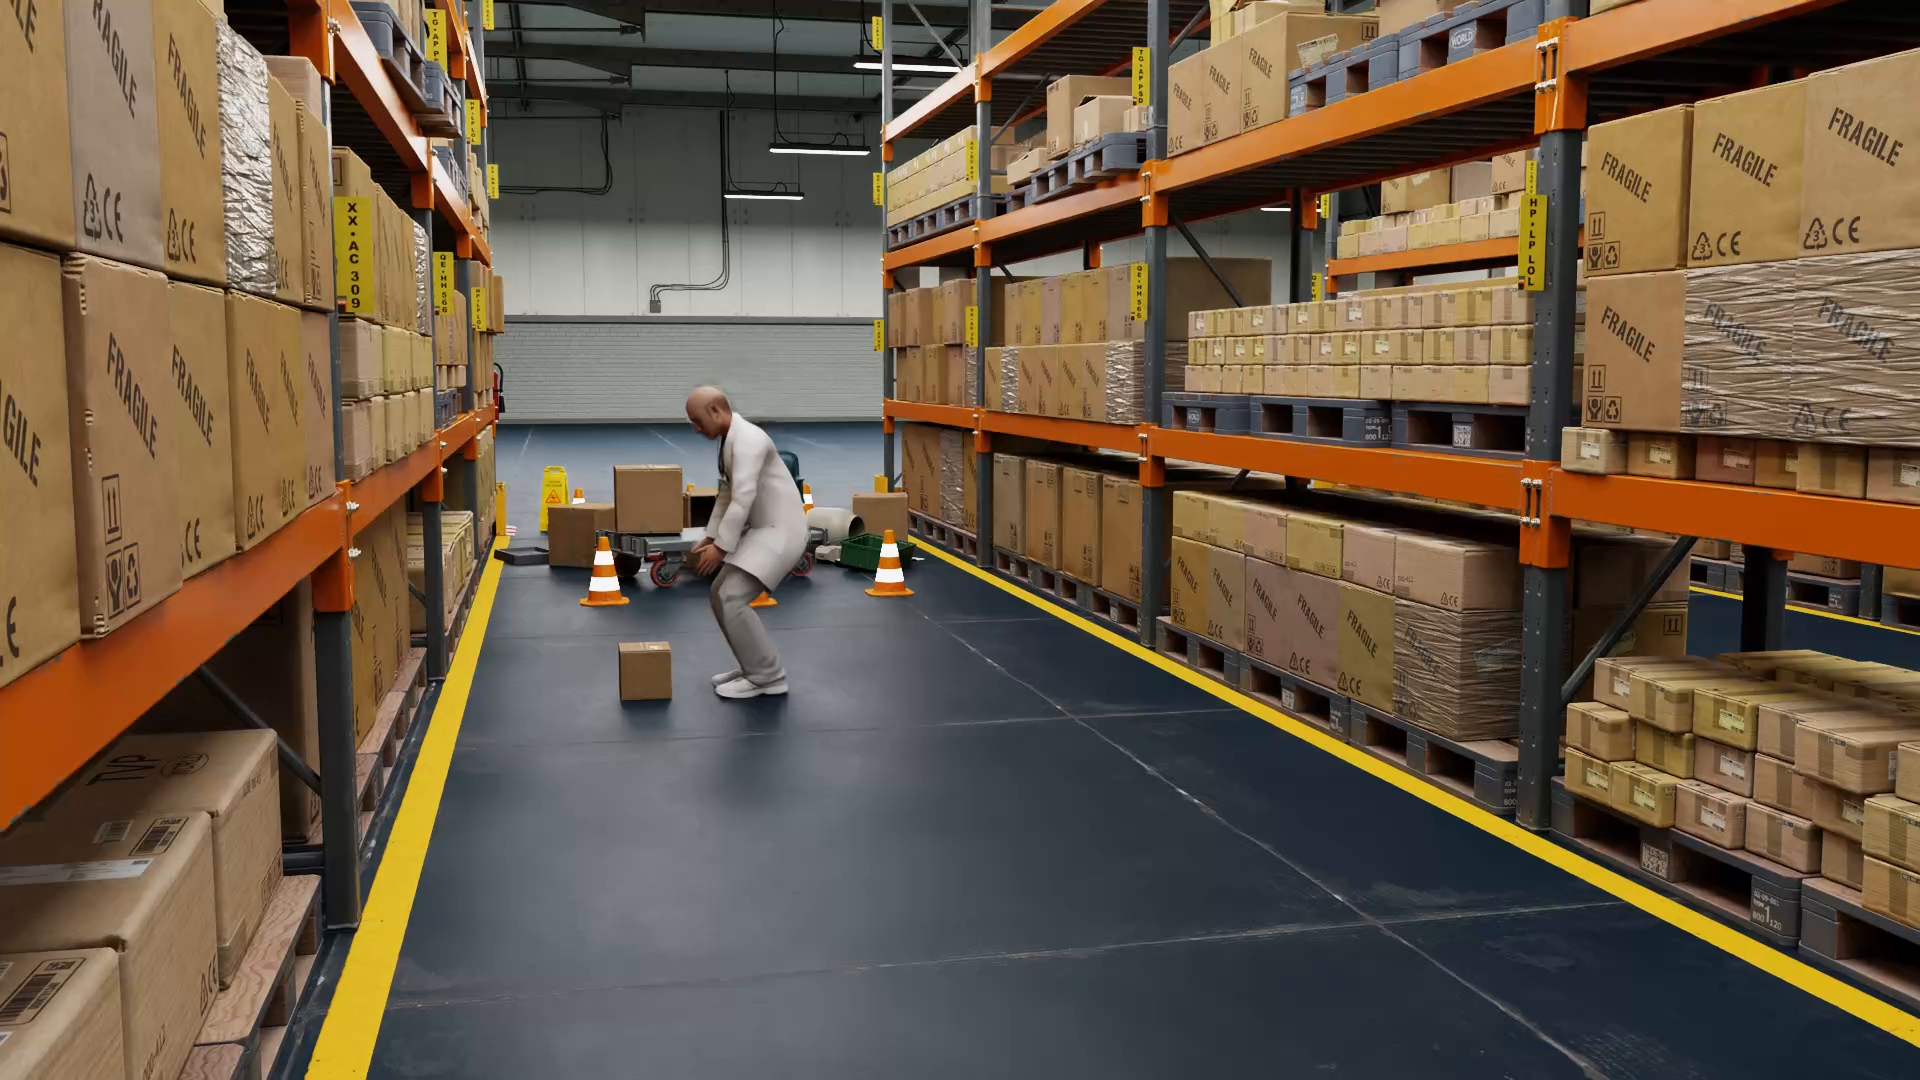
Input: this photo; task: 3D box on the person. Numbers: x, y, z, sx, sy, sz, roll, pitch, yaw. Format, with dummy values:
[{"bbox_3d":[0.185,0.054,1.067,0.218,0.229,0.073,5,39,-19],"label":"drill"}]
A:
[{"bbox_3d":[-1.067,0.003,8.415,0.612,1.564,0.624,-1,6,-13],"label":"person"}]
